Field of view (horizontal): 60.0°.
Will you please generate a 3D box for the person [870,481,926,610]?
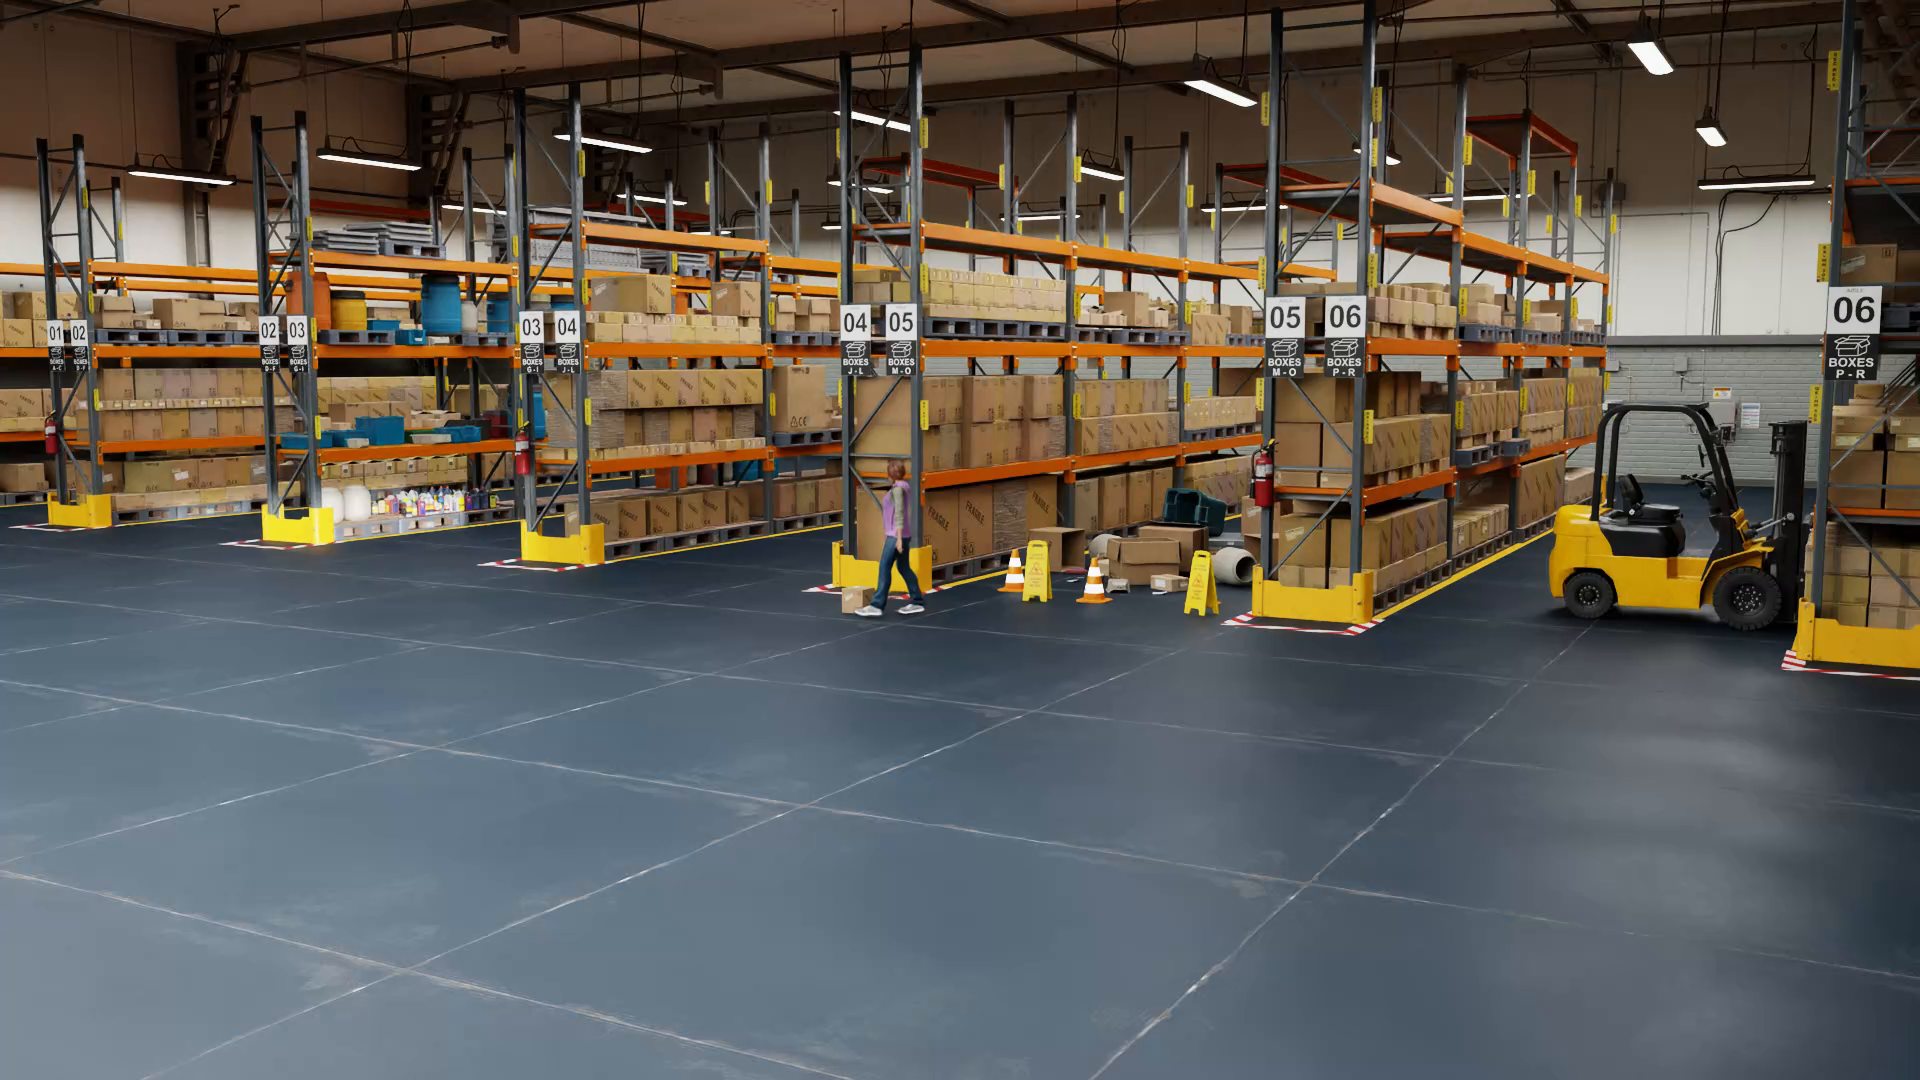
[{"bbox_3d":[-0.623,0.050,16.827,0.528,1.295,0.473,1,6,7],"label":"person"}]
